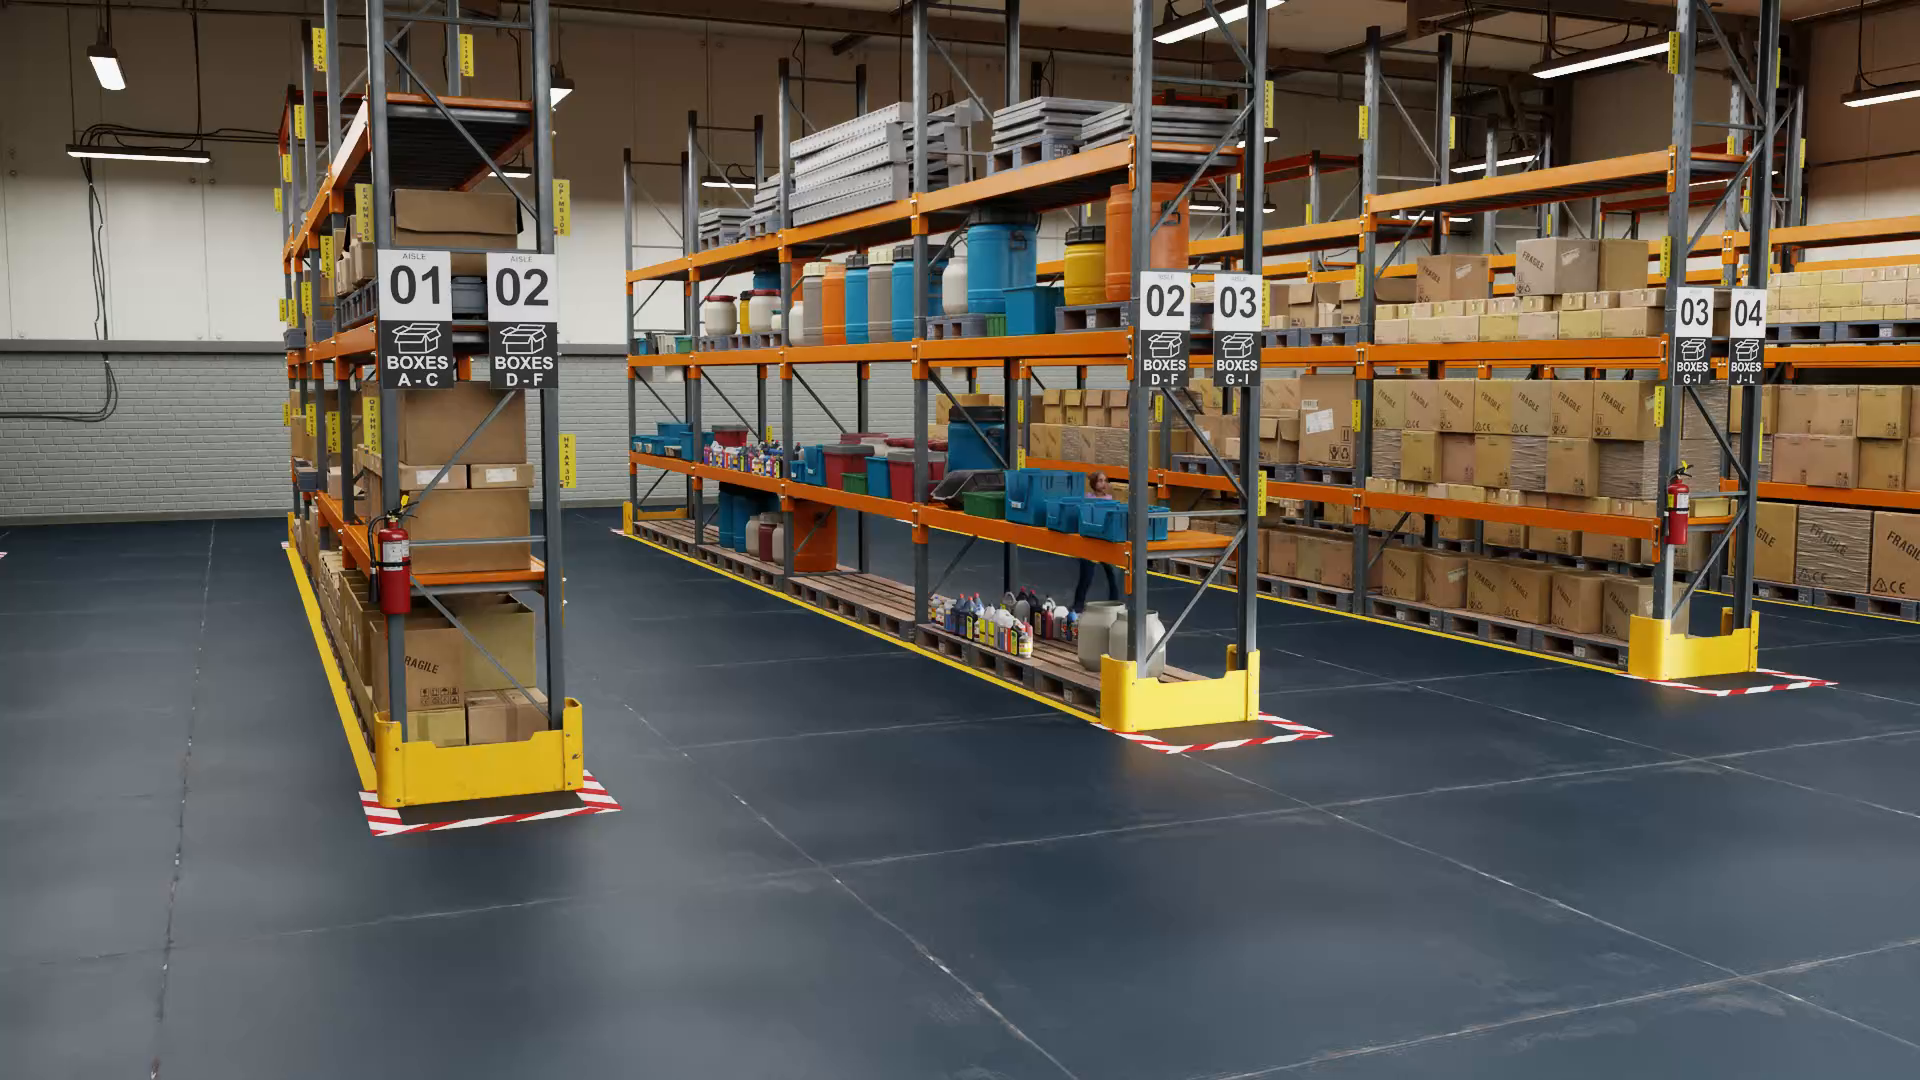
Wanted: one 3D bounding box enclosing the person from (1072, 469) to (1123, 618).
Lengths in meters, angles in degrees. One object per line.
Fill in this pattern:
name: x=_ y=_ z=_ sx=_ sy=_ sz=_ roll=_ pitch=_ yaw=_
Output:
person: x=1.383 y=0.084 z=16.218 sx=0.450 sy=1.536 sz=0.951 roll=-2 pitch=6 yaw=-23
